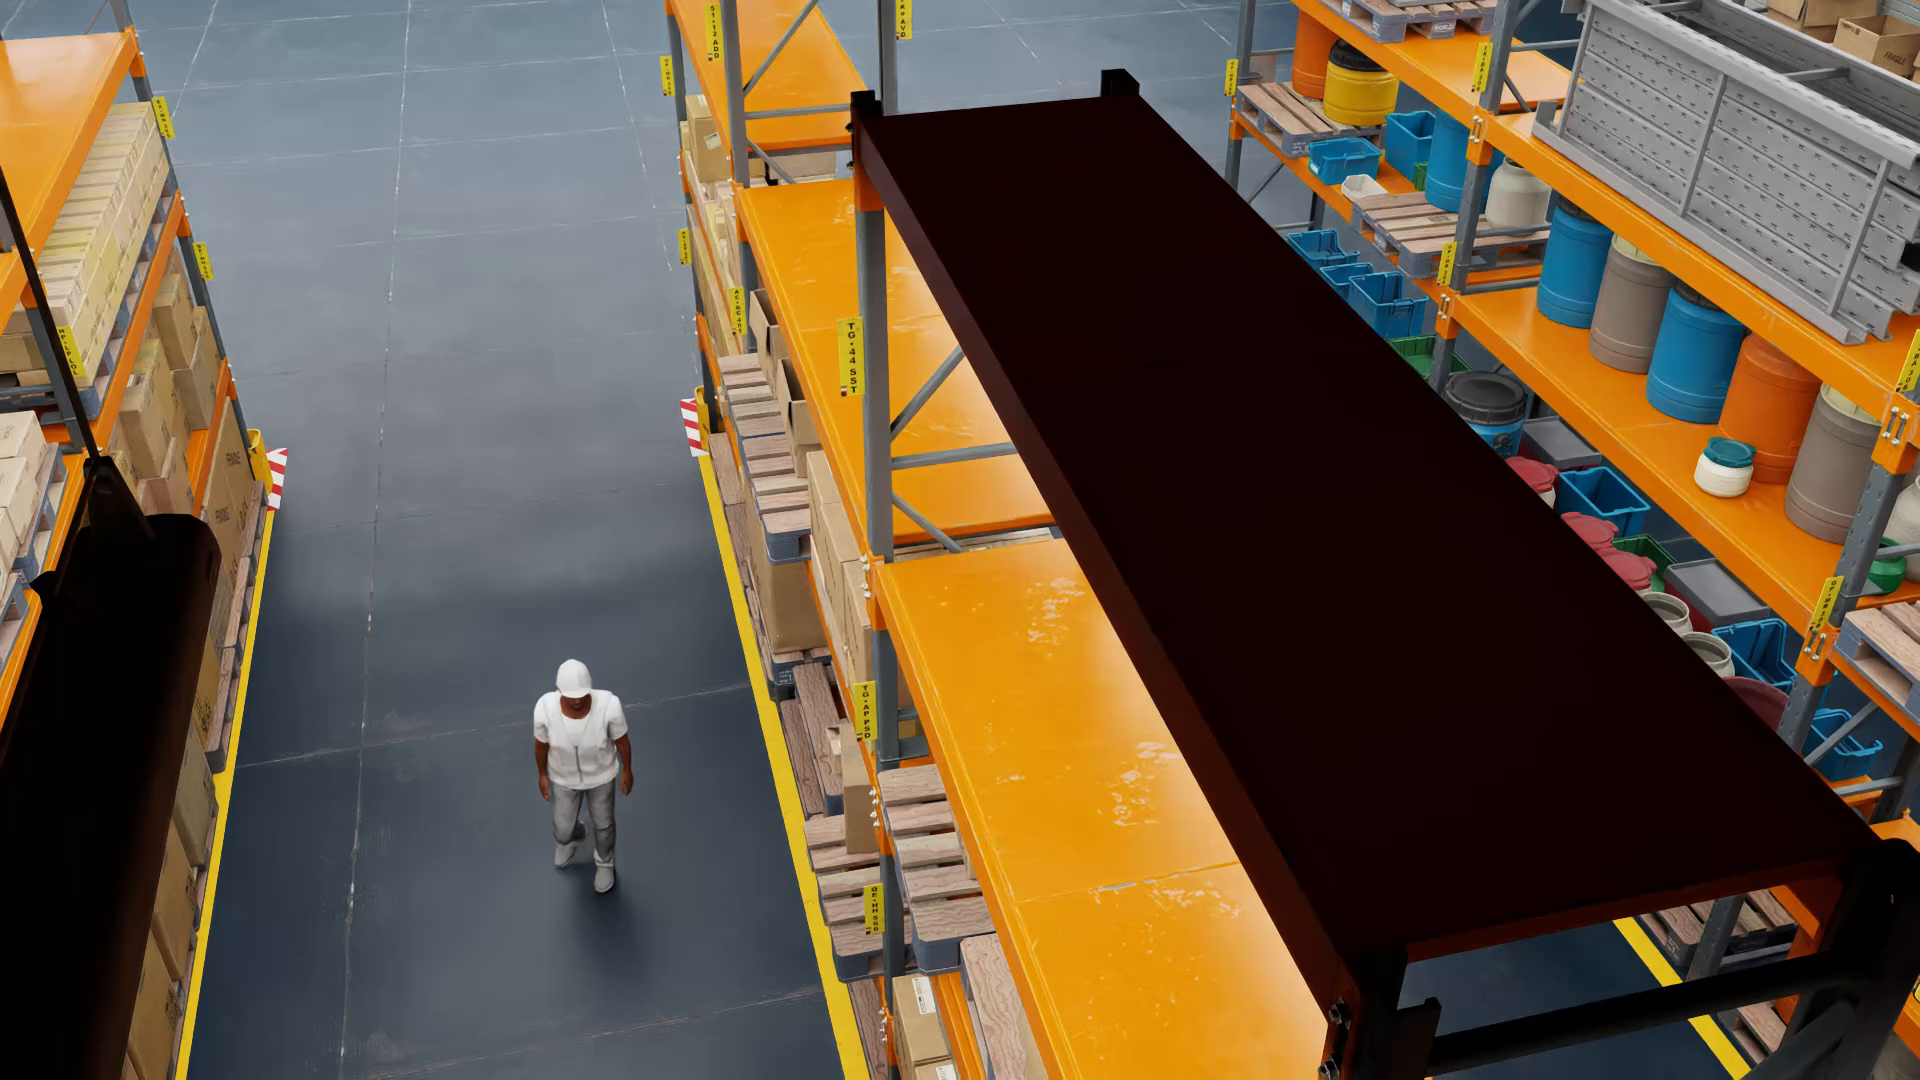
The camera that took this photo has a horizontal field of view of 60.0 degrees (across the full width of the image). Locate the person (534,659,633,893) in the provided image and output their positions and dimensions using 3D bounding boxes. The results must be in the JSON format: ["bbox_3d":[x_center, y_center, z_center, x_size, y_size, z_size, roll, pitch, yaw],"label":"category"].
[{"bbox_3d":[-2.354,1.449,10.426,0.605,1.766,0.477,-4,35,-6],"label":"person"}]
